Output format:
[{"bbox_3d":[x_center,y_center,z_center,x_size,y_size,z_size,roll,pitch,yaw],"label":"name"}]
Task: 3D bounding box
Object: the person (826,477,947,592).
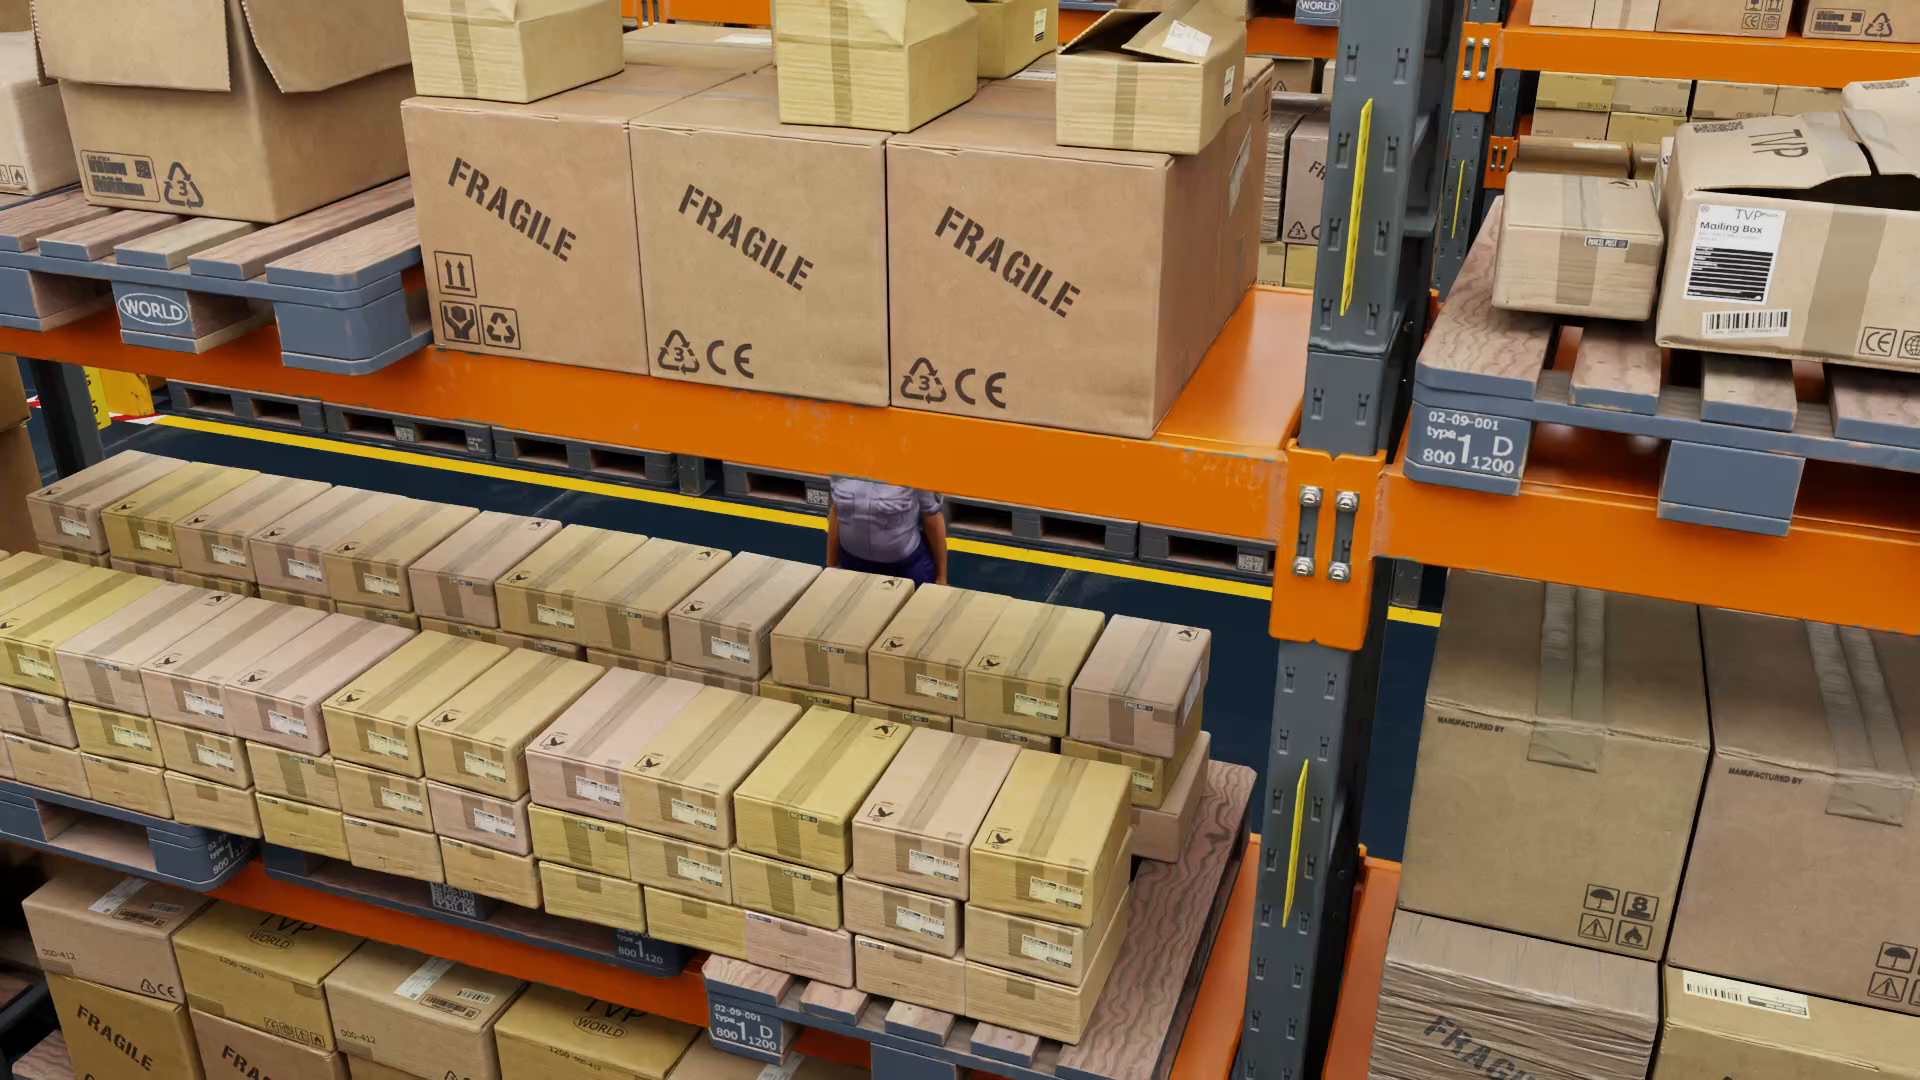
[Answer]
[{"bbox_3d":[-0.342,0.178,6.761,0.493,1.656,0.683,14,29,26],"label":"person"}]
